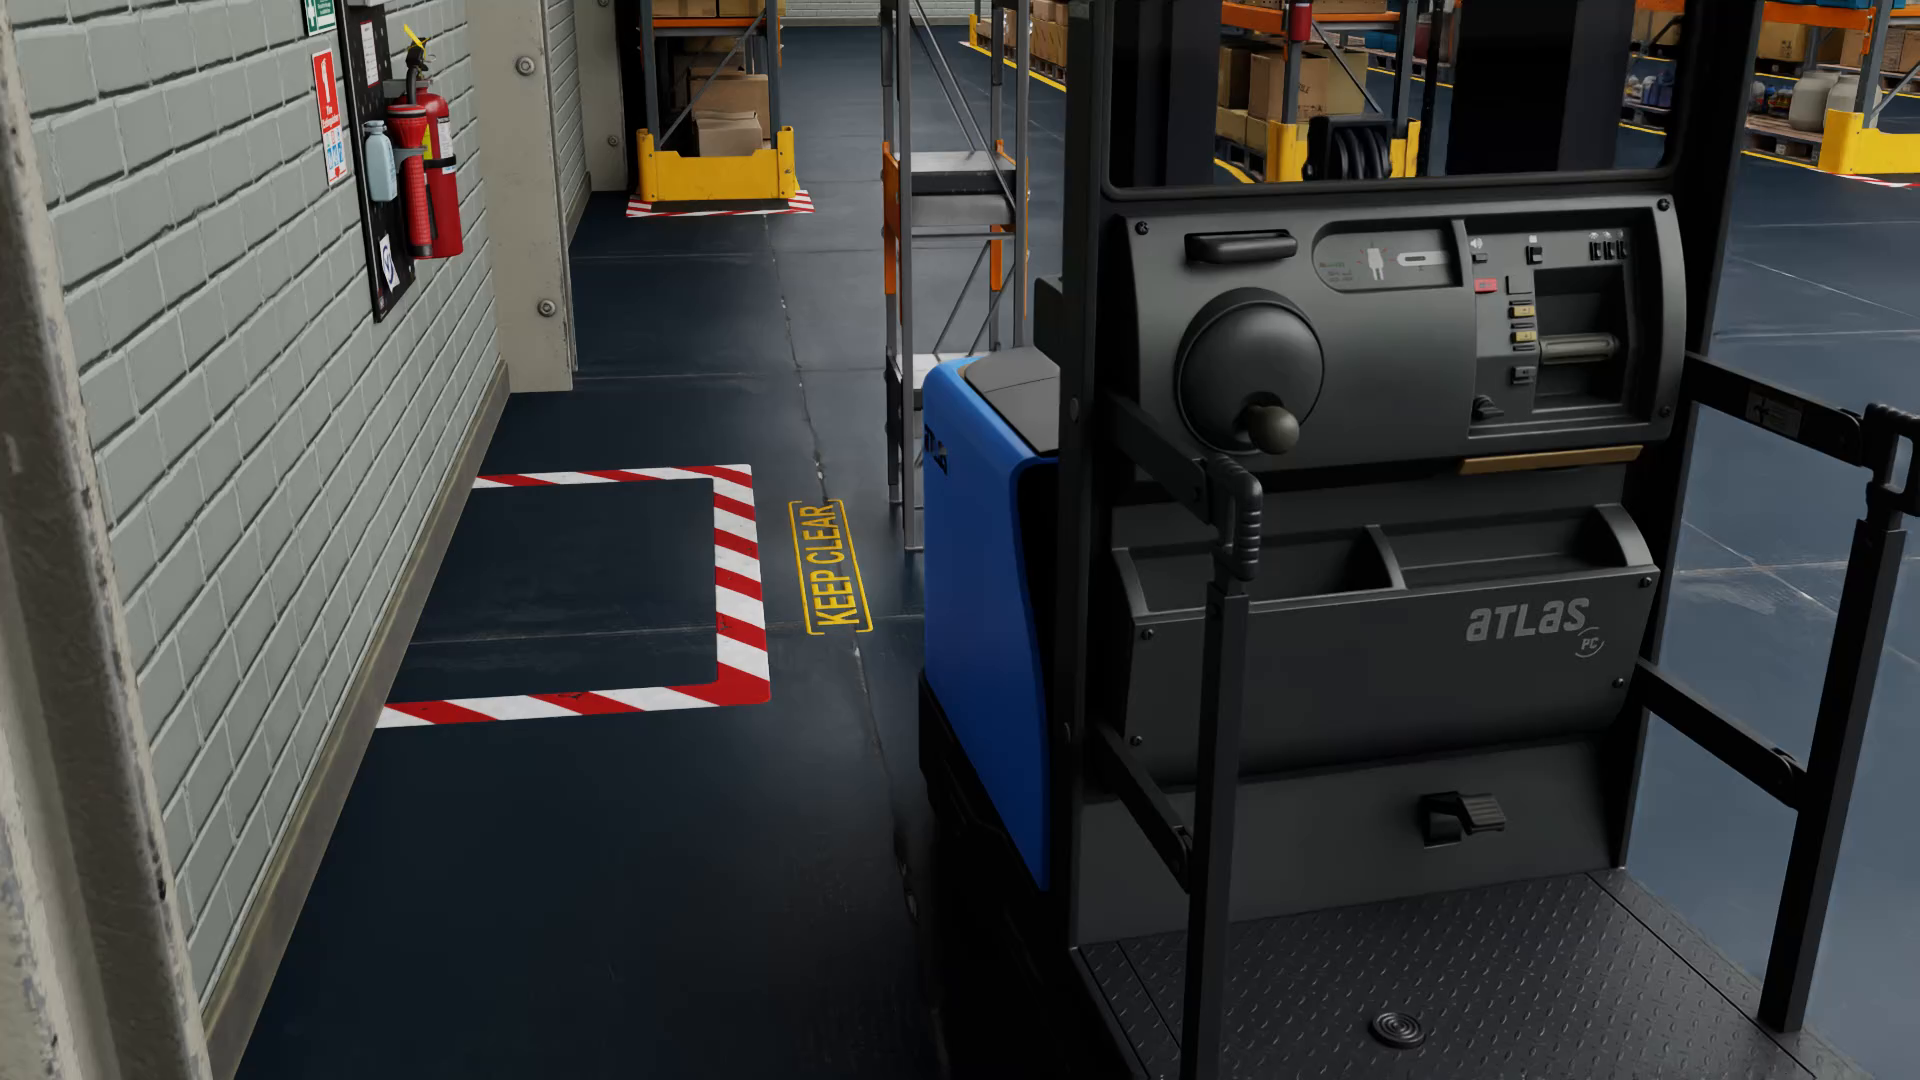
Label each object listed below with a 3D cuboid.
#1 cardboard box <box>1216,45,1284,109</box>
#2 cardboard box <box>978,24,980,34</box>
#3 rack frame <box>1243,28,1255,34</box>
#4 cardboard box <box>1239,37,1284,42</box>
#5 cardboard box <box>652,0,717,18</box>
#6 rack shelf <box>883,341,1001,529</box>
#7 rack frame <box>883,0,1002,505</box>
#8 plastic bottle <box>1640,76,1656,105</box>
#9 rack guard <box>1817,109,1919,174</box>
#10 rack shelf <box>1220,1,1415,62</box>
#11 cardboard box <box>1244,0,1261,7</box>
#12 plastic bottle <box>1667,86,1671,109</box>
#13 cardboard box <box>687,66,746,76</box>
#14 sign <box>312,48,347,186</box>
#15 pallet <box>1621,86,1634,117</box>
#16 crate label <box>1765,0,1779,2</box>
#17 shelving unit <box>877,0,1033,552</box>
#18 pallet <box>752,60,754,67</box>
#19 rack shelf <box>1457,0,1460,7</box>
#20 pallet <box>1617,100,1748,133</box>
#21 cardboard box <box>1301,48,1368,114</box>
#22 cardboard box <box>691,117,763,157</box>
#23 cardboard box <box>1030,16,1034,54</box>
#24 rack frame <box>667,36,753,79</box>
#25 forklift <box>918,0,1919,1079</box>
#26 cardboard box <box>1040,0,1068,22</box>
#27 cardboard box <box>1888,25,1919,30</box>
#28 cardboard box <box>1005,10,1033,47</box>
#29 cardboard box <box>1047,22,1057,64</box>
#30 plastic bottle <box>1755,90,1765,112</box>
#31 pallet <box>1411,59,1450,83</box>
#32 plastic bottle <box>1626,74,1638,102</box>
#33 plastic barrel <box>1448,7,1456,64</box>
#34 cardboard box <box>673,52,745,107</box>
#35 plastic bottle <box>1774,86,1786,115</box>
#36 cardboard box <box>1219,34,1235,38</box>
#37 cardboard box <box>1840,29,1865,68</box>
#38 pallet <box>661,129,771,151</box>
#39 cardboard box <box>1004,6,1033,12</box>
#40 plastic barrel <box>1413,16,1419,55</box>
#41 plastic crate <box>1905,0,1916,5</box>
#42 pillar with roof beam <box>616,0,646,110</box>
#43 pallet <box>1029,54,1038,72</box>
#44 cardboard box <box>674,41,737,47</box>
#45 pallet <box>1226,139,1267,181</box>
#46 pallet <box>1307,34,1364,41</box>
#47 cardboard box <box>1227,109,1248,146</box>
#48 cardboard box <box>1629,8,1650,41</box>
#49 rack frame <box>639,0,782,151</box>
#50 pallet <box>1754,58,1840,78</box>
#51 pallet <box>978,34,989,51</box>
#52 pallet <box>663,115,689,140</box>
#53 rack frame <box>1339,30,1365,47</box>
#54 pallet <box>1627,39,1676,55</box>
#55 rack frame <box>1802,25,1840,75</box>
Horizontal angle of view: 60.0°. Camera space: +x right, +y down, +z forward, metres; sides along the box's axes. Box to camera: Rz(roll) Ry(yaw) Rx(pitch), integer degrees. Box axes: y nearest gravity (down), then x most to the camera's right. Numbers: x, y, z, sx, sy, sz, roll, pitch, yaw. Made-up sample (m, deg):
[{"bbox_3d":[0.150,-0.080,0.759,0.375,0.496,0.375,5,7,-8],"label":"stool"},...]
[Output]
[{"bbox_3d":[2.523,-4.050,14.530,0.500,0.500,0.500,-3,21,-8],"label":"cardboard box"},{"bbox_3d":[0.503,-8.443,27.456,0.380,0.166,0.250,-3,21,-8],"label":"cardboard box"},{"bbox_3d":[2.477,-5.659,16.580,1.000,3.000,0.127,-3,21,-8],"label":"rack frame"},{"bbox_3d":[2.896,-4.422,15.528,0.500,0.500,0.500,-3,21,-8],"label":"cardboard box"},{"bbox_3d":[-2.107,-4.114,12.629,0.500,0.250,0.500,-3,21,-7],"label":"cardboard box"},{"bbox_3d":[-0.024,-0.372,5.752,0.431,0.518,0.480,-3,21,-8],"label":"rack shelf"},{"bbox_3d":[-0.059,-1.125,5.728,0.400,2.100,0.015,-3,21,-8],"label":"rack frame"},{"bbox_3d":[7.065,-4.594,16.994,0.152,0.276,0.135,-2,21,-6],"label":"plastic bottle"},{"bbox_3d":[7.898,-3.375,14.038,1.175,0.500,0.348,-3,21,-8],"label":"rack guard"},{"bbox_3d":[2.765,-4.629,14.851,1.077,0.370,4.000,-3,21,-8],"label":"rack shelf"},{"bbox_3d":[2.853,-4.837,14.236,0.700,0.500,0.500,-3,21,-7],"label":"cardboard box"},{"bbox_3d":[7.095,-4.416,16.505,0.061,0.283,0.133,-2,21,-5],"label":"plastic bottle"},{"bbox_3d":[-2.235,-4.085,15.311,0.500,0.500,0.500,-4,21,-12],"label":"cardboard box"},{"bbox_3d":[-1.644,-1.106,4.340,0.001,0.329,0.234,-3,21,-8],"label":"sign"},{"bbox_3d":[7.227,-4.871,18.456,1.003,0.211,1.213,-3,21,-8],"label":"pallet"},{"bbox_3d":[7.423,-5.162,15.200,0.502,0.435,0.616,-3,21,-8],"label":"crate label"},{"bbox_3d":[-0.024,-1.041,5.502,0.431,2.100,0.503,-3,21,-8],"label":"shelving unit"},{"bbox_3d":[-3.213,-6.184,21.973,1.003,0.211,1.213,-3,21,-8],"label":"pallet"},{"bbox_3d":[7.091,-6.263,19.225,1.077,0.370,4.000,-3,21,-8],"label":"rack shelf"},{"bbox_3d":[7.435,-4.366,17.105,1.003,0.211,1.213,-3,21,-8],"label":"pallet"},{"bbox_3d":[3.122,-3.904,14.138,0.500,0.500,0.500,-3,21,-8],"label":"cardboard box"},{"bbox_3d":[-1.859,-3.213,13.246,0.500,0.311,0.500,-5,21,-14],"label":"cardboard box"},{"bbox_3d":[1.240,-7.100,23.382,0.500,0.500,0.500,-3,21,-7],"label":"cardboard box"},{"bbox_3d":[-3.001,-6.792,19.615,1.000,3.000,0.127,-3,21,-8],"label":"rack frame"},{"bbox_3d":[0.756,-0.319,2.380,1.130,2.935,3.031,-5,21,-13],"label":"forklift"},{"bbox_3d":[1.369,-7.115,22.352,0.500,0.250,0.500,-3,21,-9],"label":"cardboard box"},{"bbox_3d":[11.917,-6.515,20.744,0.500,0.250,0.500,-1,20,-2],"label":"cardboard box"},{"bbox_3d":[0.961,-7.647,24.846,0.500,0.500,0.500,-3,21,-8],"label":"cardboard box"},{"bbox_3d":[1.459,-6.570,21.963,0.500,0.500,0.500,-4,21,-10],"label":"cardboard box"},{"bbox_3d":[7.895,-4.320,16.365,0.097,0.201,0.097,0,20,0],"label":"plastic bottle"},{"bbox_3d":[6.648,-6.257,22.166,1.003,0.211,1.213,-3,21,-8],"label":"pallet"},{"bbox_3d":[6.991,-4.703,17.291,0.097,0.271,0.097,0,20,0],"label":"plastic bottle"},{"bbox_3d":[6.715,-6.641,21.710,0.600,0.830,0.708,-3,21,-8],"label":"plastic barrel"},{"bbox_3d":[-2.547,-4.697,16.948,0.700,0.500,0.500,-2,21,-6],"label":"cardboard box"},{"bbox_3d":[7.939,-4.247,16.071,0.097,0.271,0.097,0,20,0],"label":"plastic bottle"},{"bbox_3d":[2.314,-4.569,15.921,0.500,0.500,0.500,-3,21,-8],"label":"cardboard box"},{"bbox_3d":[11.820,-6.346,21.364,0.700,0.500,0.500,-4,21,-11],"label":"cardboard box"},{"bbox_3d":[-2.114,-3.447,14.644,1.003,0.211,1.213,-3,21,-8],"label":"pallet"},{"bbox_3d":[1.048,-8.115,26.096,0.797,0.503,0.637,-3,21,-8],"label":"cardboard box"},{"bbox_3d":[6.382,-7.074,23.324,0.421,0.512,0.421,0,20,0],"label":"plastic barrel"},{"bbox_3d":[8.145,-4.725,14.456,0.298,0.136,0.250,-3,21,-8],"label":"plastic crate"},{"bbox_3d":[0.590,-9.326,17.825,9.100,9.000,0.400,-3,21,-8],"label":"pillar with roof beam"},{"bbox_3d":[1.478,-6.842,23.735,1.003,0.211,1.213,-3,21,-8],"label":"pallet"},{"bbox_3d":[-2.787,-5.226,18.365,0.700,0.500,0.500,-3,21,-8],"label":"cardboard box"},{"bbox_3d":[2.902,-3.230,14.063,1.003,0.211,1.213,-3,21,-8],"label":"pallet"},{"bbox_3d":[5.902,-8.047,26.959,1.003,0.211,1.213,-3,21,-8],"label":"pallet"},{"bbox_3d":[2.600,-3.526,14.198,0.500,0.250,0.500,-3,21,-8],"label":"cardboard box"},{"bbox_3d":[11.111,-8.361,26.251,0.875,0.875,0.875,-3,21,-8],"label":"cardboard box"},{"bbox_3d":[-1.848,-4.023,12.199,1.000,3.000,0.127,-3,21,-8],"label":"rack frame"},{"bbox_3d":[11.665,-6.512,22.851,1.003,0.211,1.213,-3,21,-8],"label":"pallet"},{"bbox_3d":[0.874,-8.205,27.382,1.003,0.211,1.213,-3,21,-8],"label":"pallet"},{"bbox_3d":[-2.293,-3.870,15.777,1.003,0.211,1.213,-3,21,-8],"label":"pallet"},{"bbox_3d":[6.226,-8.677,24.661,1.000,3.000,0.127,-3,21,-8],"label":"rack frame"},{"bbox_3d":[11.095,-7.888,26.533,1.003,0.211,1.213,-3,21,-8],"label":"pallet"},{"bbox_3d":[11.704,-7.542,21.622,1.000,3.000,0.127,-3,21,-8],"label":"rack frame"}]
